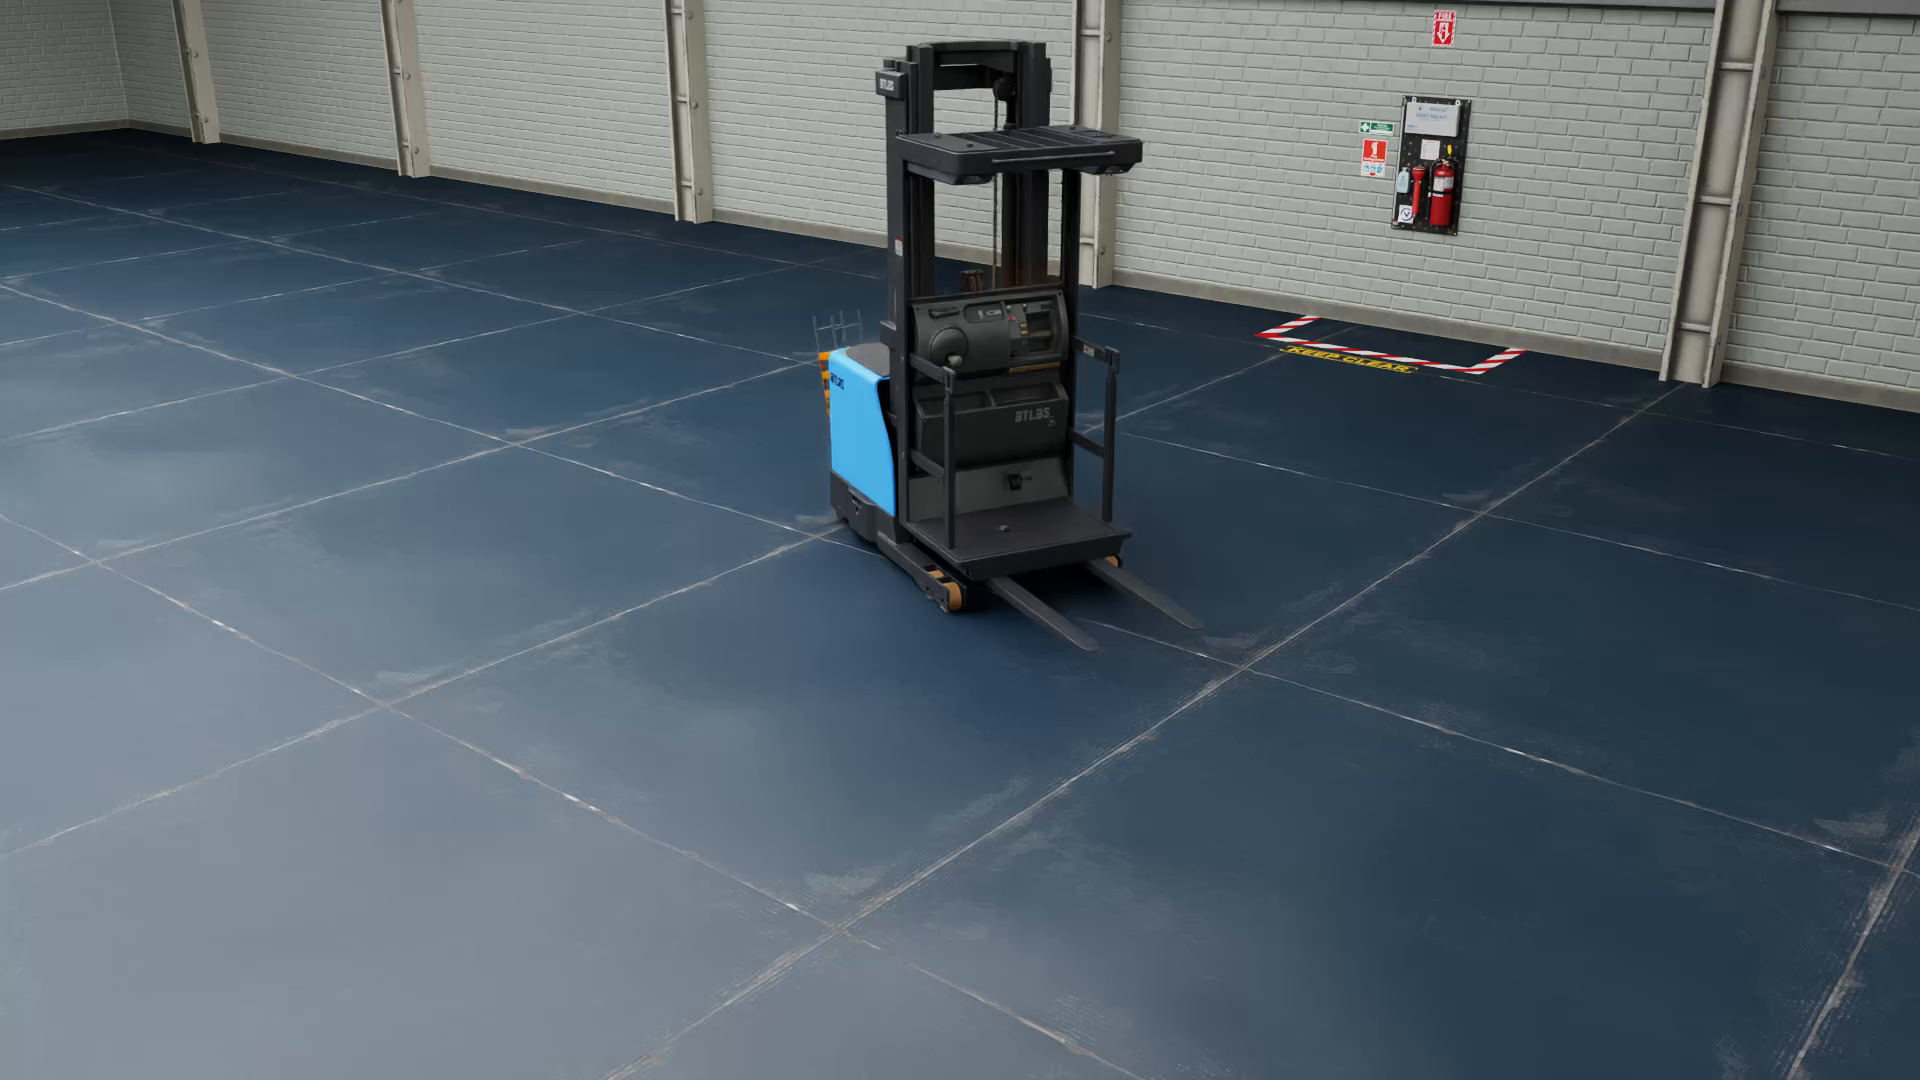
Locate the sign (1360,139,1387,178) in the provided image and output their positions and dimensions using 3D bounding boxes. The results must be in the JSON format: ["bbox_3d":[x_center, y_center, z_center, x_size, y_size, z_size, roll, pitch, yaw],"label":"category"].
[{"bbox_3d":[3.735,-3.447,15.006,0.234,0.329,0.001,16,26,36],"label":"sign"}]

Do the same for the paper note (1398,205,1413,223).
[{"bbox_3d":[4.005,-2.925,14.921,0.142,0.148,0.016,16,26,36],"label":"paper note"}]

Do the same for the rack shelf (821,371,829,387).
[{"bbox_3d":[-0.735,-1.059,10.712,0.258,0.103,0.180,-18,16,-40],"label":"rack shelf"}]

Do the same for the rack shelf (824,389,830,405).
[{"bbox_3d":[-0.719,-0.943,10.737,0.258,0.103,0.180,-18,16,-40],"label":"rack shelf"}]

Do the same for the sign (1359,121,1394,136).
[{"bbox_3d":[3.733,-3.691,14.904,0.331,0.109,0.001,16,26,36],"label":"sign"}]

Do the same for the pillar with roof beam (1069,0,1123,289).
[{"bbox_3d":[-1.382,-5.685,12.492,0.400,9.000,9.100,16,26,36],"label":"pillar with roof beam"}]

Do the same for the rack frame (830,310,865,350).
[{"bbox_3d":[-0.647,-0.864,10.686,0.240,1.200,0.006,-18,16,-40],"label":"rack frame"}]

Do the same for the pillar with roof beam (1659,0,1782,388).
[{"bbox_3d":[3.267,-4.347,8.942,0.400,9.000,9.100,16,26,36],"label":"pillar with roof beam"}]

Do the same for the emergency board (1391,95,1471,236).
[{"bbox_3d":[4.098,-3.278,14.611,0.643,1.169,0.194,16,26,36],"label":"emergency board"}]

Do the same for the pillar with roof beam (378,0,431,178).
[{"bbox_3d":[-10.678,-8.363,19.591,0.400,9.000,9.100,16,26,36],"label":"pillar with roof beam"}]

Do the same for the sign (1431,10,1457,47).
[{"bbox_3d":[4.155,-4.392,14.279,0.199,0.298,0.001,16,26,36],"label":"sign"}]

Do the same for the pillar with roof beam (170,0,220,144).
[{"bbox_3d":[-15.327,-9.701,23.141,0.400,9.000,9.100,16,26,36],"label":"pillar with roof beam"}]

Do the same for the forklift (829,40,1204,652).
[{"bbox_3d":[0.272,-1.152,9.068,1.130,2.935,3.031,-10,23,-24],"label":"forklift"}]

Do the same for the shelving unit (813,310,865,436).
[{"bbox_3d":[-0.709,-0.870,10.753,0.258,1.200,0.189,-18,16,-40],"label":"shelving unit"}]

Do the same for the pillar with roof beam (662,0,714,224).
[{"bbox_3d":[-6.030,-7.024,16.041,0.400,9.000,9.100,16,26,36],"label":"pillar with roof beam"}]

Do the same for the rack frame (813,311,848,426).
[{"bbox_3d":[-0.770,-0.876,10.821,0.240,1.200,0.006,-18,16,-40],"label":"rack frame"}]

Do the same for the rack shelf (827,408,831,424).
[{"bbox_3d":[-0.703,-0.827,10.763,0.258,0.103,0.180,-18,16,-40],"label":"rack shelf"}]

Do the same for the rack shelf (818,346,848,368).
[{"bbox_3d":[-0.751,-1.175,10.687,0.258,0.103,0.180,-18,16,-40],"label":"rack shelf"}]
